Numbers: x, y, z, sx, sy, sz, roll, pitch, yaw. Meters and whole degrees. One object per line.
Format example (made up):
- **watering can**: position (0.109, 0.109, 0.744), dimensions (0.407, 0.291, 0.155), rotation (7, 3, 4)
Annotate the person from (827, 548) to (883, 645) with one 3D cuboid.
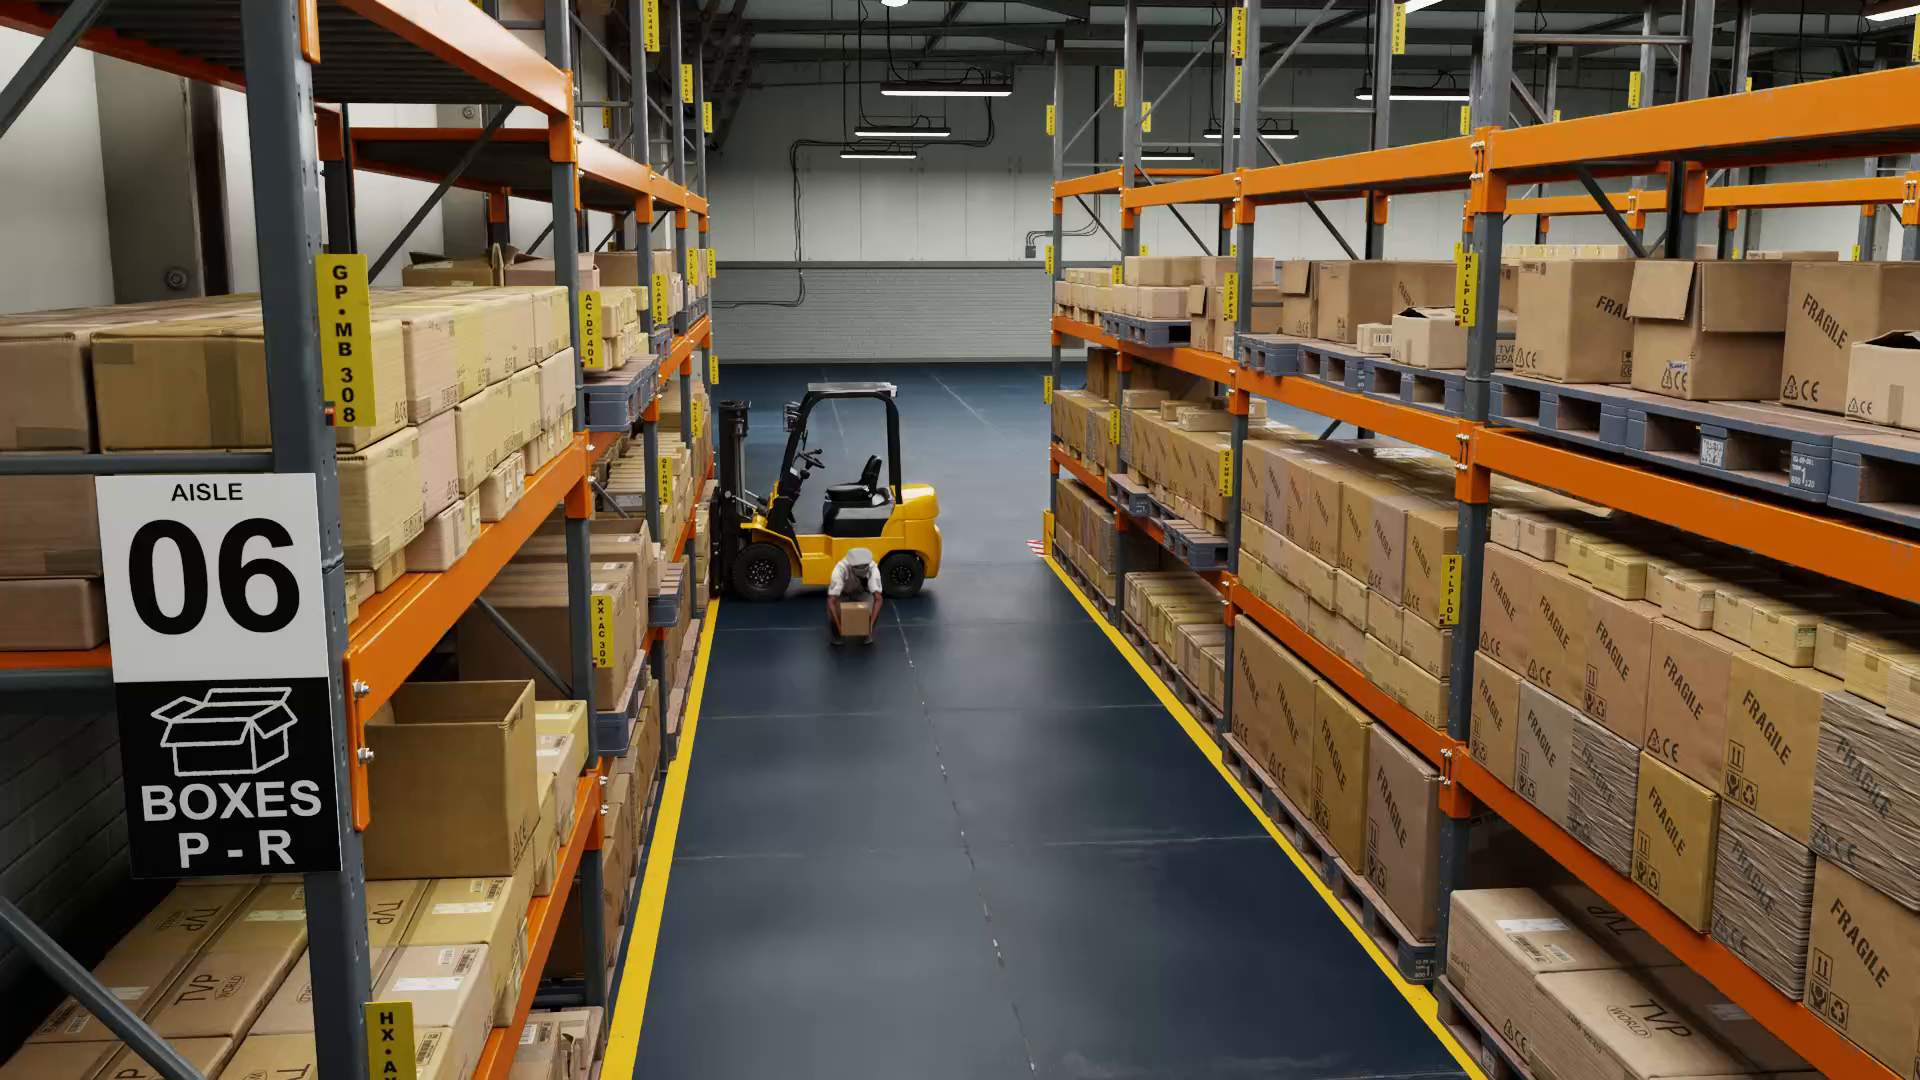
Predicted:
- **person**: position (-0.966, 0.505, 15.154), dimensions (0.506, 0.946, 0.850), rotation (-1, 10, -6)
